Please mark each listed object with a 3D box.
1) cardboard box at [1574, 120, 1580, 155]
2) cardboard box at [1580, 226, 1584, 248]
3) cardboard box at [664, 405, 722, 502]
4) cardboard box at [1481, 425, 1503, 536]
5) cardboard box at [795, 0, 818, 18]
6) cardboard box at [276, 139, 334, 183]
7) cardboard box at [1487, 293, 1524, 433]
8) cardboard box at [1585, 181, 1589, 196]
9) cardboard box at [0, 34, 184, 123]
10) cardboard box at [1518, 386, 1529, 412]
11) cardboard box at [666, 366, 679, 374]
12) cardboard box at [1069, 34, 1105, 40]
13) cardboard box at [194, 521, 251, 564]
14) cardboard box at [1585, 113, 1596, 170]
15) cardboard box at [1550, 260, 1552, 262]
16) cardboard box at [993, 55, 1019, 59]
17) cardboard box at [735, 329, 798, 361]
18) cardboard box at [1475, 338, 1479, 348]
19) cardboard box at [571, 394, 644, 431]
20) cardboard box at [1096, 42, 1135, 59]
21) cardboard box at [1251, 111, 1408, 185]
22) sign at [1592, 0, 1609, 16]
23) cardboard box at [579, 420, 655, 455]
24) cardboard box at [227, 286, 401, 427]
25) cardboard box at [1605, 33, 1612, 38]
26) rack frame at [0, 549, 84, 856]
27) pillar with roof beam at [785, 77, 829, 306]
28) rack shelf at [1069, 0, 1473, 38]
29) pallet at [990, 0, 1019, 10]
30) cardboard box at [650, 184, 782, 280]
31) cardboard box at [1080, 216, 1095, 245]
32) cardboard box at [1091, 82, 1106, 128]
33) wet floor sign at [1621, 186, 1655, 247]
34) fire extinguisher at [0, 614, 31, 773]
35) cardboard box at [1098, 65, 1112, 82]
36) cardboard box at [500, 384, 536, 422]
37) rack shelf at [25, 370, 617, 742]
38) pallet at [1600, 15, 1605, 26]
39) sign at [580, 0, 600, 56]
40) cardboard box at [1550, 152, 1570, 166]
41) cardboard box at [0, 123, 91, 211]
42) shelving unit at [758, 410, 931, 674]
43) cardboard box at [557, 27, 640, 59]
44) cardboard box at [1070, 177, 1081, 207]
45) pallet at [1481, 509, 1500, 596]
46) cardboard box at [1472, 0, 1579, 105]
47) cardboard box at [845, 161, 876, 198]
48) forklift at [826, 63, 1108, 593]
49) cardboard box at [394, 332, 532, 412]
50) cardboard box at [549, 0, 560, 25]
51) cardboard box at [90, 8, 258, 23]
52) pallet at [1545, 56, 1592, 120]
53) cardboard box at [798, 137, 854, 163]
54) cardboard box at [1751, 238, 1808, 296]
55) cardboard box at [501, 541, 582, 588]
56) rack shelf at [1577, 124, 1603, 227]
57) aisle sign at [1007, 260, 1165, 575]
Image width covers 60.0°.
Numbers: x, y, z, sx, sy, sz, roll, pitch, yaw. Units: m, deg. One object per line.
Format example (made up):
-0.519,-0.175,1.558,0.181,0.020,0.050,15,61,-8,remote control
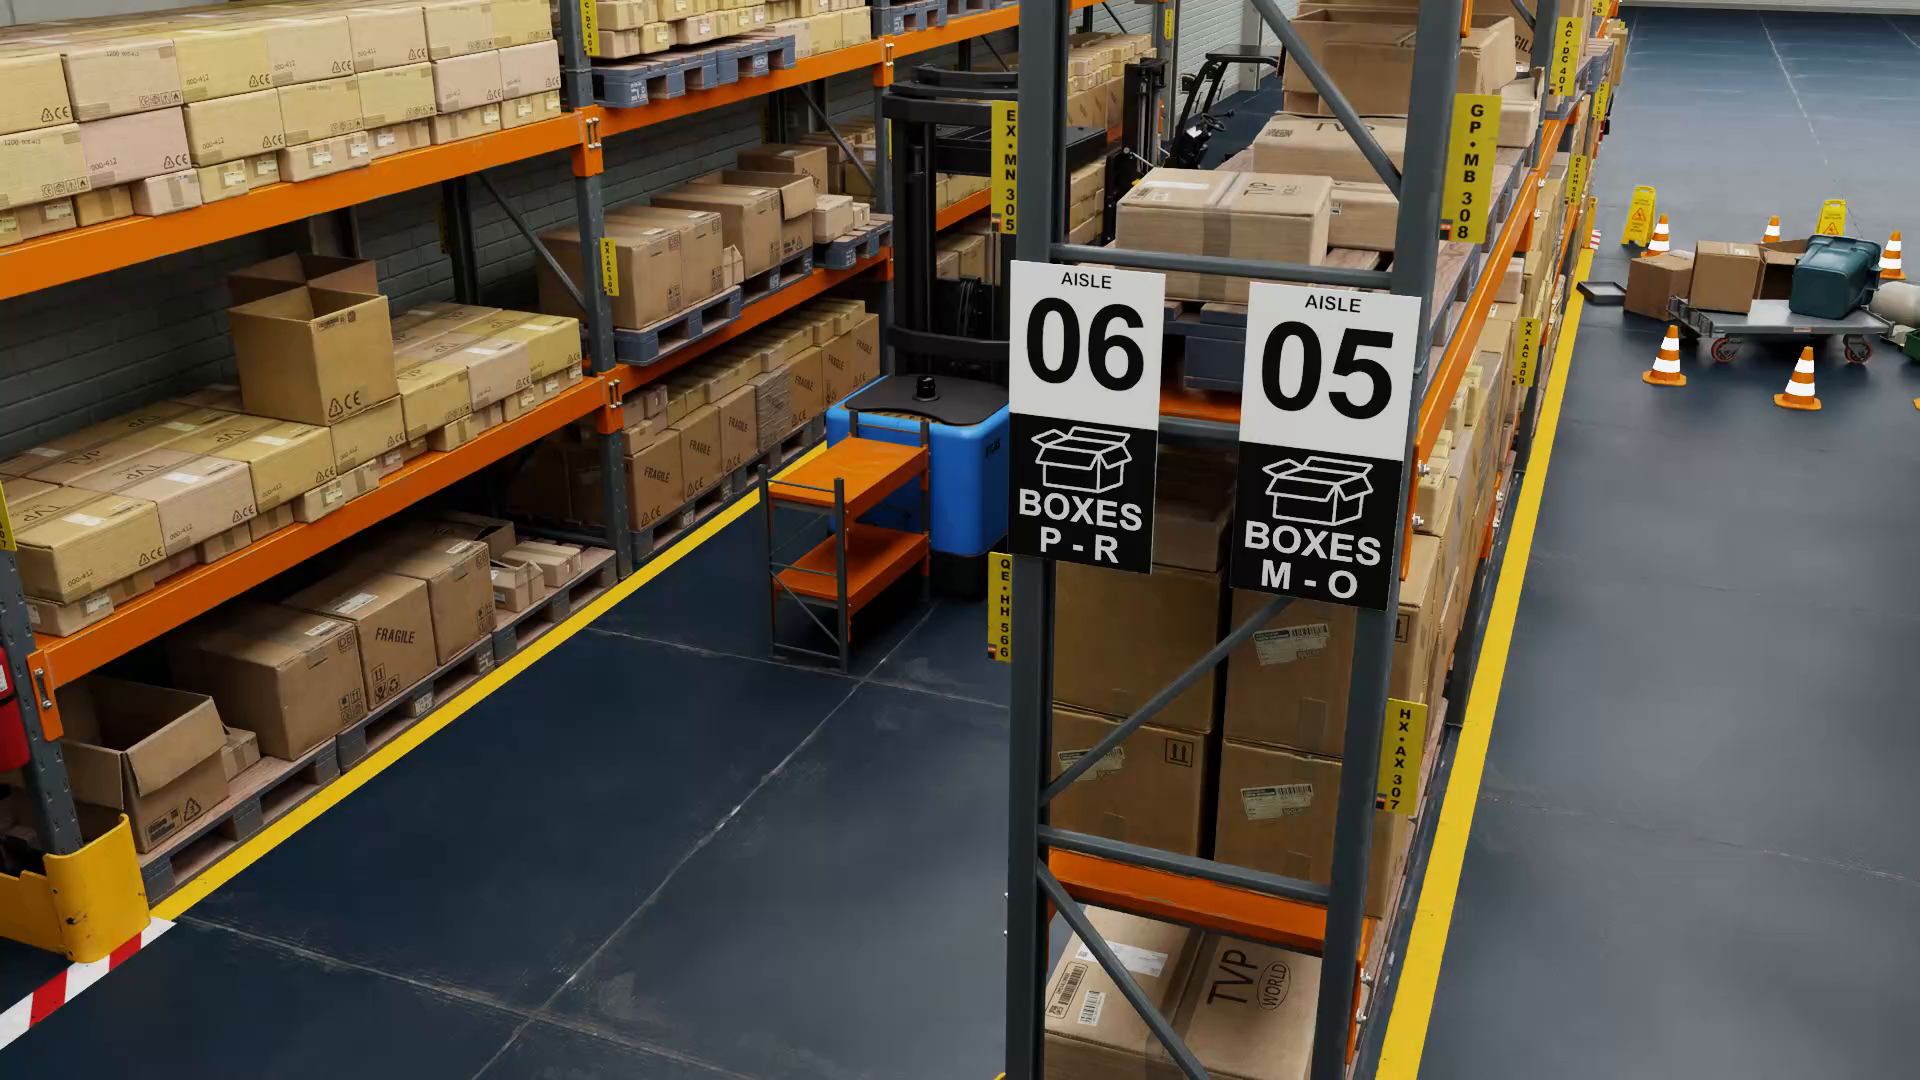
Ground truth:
4.549,-3.008,12.999,0.500,0.500,0.500,8,24,18,cardboard box
6.317,-3.222,17.596,0.500,0.250,0.500,9,24,20,cardboard box
-1.923,-0.598,10.988,0.500,0.500,0.500,8,24,19,cardboard box
2.175,-0.359,7.588,0.500,0.500,0.500,9,24,21,cardboard box
-1.210,-3.718,11.545,0.380,0.149,0.250,9,24,20,cardboard box
-2.992,-1.677,7.307,0.380,0.149,0.250,9,24,20,cardboard box
2.191,-0.814,7.381,0.500,0.500,0.500,9,24,20,cardboard box
5.940,-3.438,16.297,0.380,0.149,0.250,10,25,23,cardboard box
-3.381,-1.778,6.383,0.500,0.250,0.500,9,24,20,cardboard box
2.914,-0.932,9.285,0.500,0.250,0.500,9,24,20,cardboard box
-2.190,-1.207,11.603,0.380,0.149,0.250,9,24,21,cardboard box
1.478,-5.826,19.448,0.380,0.149,0.250,10,25,22,cardboard box
-3.341,-0.034,7.265,0.380,0.149,0.250,10,25,22,cardboard box
5.504,-3.679,15.150,0.500,0.500,0.500,9,24,20,cardboard box
3.465,-1.714,10.509,0.500,0.250,0.500,8,24,19,cardboard box
0.562,-5.007,17.487,0.380,0.149,0.250,8,24,19,cardboard box
-1.406,-1.415,12.103,0.380,0.149,0.250,8,24,19,cardboard box
1.758,-0.718,6.308,0.380,0.149,0.250,8,24,19,cardboard box
-2.176,-0.800,10.245,0.380,0.149,0.250,8,24,19,cardboard box
1.730,-5.465,18.585,0.380,0.149,0.250,9,24,21,cardboard box
1.227,-1.195,5.269,0.500,0.311,0.500,9,24,21,cardboard box
4.108,-3.523,10.628,0.100,0.325,0.005,9,24,20,sign
-2.120,-0.655,10.282,0.380,0.149,0.250,10,25,23,cardboard box
-3.010,-0.868,7.772,0.500,0.500,0.500,9,24,21,cardboard box
5.977,-4.704,16.308,0.700,0.500,0.500,9,24,20,cardboard box
-3.986,0.207,6.363,1.000,3.000,0.127,9,24,20,rack frame
2.630,-5.403,12.011,9.100,9.000,0.400,9,24,20,pillar with roof beam
1.367,-2.051,5.438,1.077,0.370,4.000,9,24,20,rack shelf
0.156,-5.066,15.342,0.805,0.209,1.217,8,24,18,pallet
-1.629,-2.072,11.144,0.700,0.500,0.500,9,24,20,cardboard box
1.133,-3.322,17.834,0.500,0.250,0.500,8,24,19,cardboard box
1.244,-4.625,17.801,0.500,0.500,0.500,9,24,20,cardboard box
7.631,-3.638,18.622,0.267,0.644,0.232,19,29,38,wet floor sign
-3.611,0.533,6.165,0.296,0.674,0.183,9,24,20,fire extinguisher
1.427,-5.060,18.000,0.380,0.149,0.250,8,24,19,cardboard box
-2.535,-0.766,9.017,0.380,0.149,0.250,9,24,21,cardboard box
-3.243,-0.177,8.215,1.077,0.370,4.000,9,24,20,rack shelf
4.753,-4.470,13.911,1.213,0.211,1.003,9,24,20,pallet
-1.993,-2.772,8.933,0.100,0.325,0.005,9,24,20,sign
3.647,-2.232,10.774,0.500,0.500,0.500,8,24,19,cardboard box
-3.567,-1.365,6.043,0.500,0.250,0.500,8,24,19,cardboard box
-0.621,-0.015,9.326,0.538,1.125,1.048,10,25,23,shelving unit
-2.020,-2.783,9.280,0.380,0.149,0.250,9,24,21,cardboard box
0.943,-3.602,17.207,0.500,0.250,0.500,8,24,19,cardboard box
2.778,0.046,10.365,1.003,0.211,1.213,9,24,20,pallet
2.707,-2.413,8.069,0.500,0.500,0.500,8,24,19,cardboard box
-0.599,-2.938,13.437,0.500,0.250,0.500,9,24,20,cardboard box
0.261,-1.572,10.711,1.130,2.935,3.031,10,25,23,forklift
-2.635,-0.894,8.807,0.500,0.250,0.500,9,24,20,cardboard box
-2.497,-2.994,9.400,0.380,0.149,0.250,8,24,19,cardboard box
-3.493,-2.222,7.446,0.500,0.250,0.500,9,24,20,cardboard box
2.993,-2.605,9.448,1.003,0.211,1.213,10,25,22,pallet
-1.081,-3.147,13.421,0.380,0.149,0.250,10,25,22,cardboard box
8.266,-2.667,16.481,0.797,0.503,0.637,-7,24,-17,cardboard box
-2.434,0.139,9.681,0.380,0.149,0.250,8,24,18,cardboard box
5.825,-3.762,16.798,1.077,0.370,4.000,9,24,20,rack shelf
0.310,-0.302,4.208,0.394,0.787,0.004,9,24,20,aisle sign
